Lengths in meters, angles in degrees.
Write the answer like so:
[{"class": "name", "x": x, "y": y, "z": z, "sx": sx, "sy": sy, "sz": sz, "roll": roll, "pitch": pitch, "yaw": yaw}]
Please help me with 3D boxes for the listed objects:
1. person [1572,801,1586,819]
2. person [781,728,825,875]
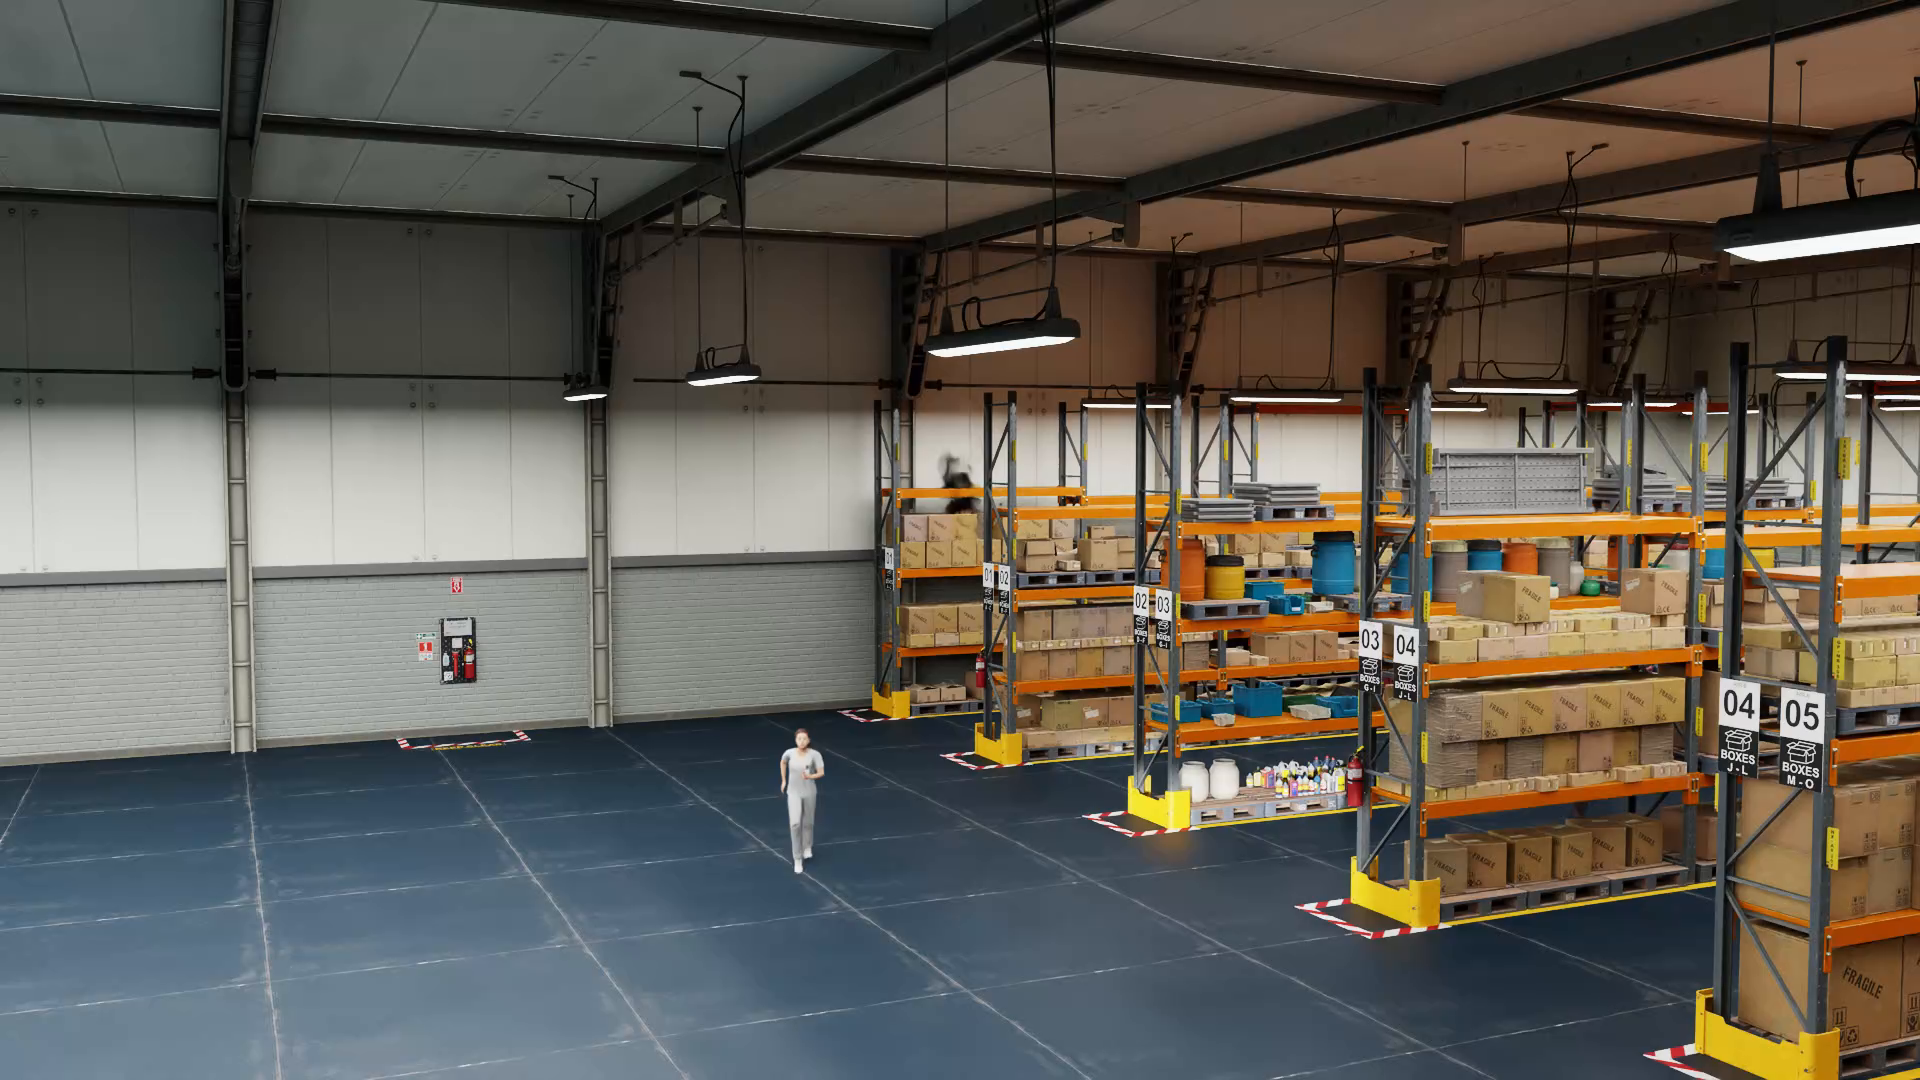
[{"class": "person", "x": 8.391, "y": 3.024, "z": 22.547, "sx": 0.581, "sy": 1.679, "sz": 0.662, "roll": -3, "pitch": 4, "yaw": -37}, {"class": "person", "x": -1.919, "y": 3.135, "z": 20.287, "sx": 0.535, "sy": 1.714, "sz": 0.857, "roll": 0, "pitch": 3, "yaw": -5}]
